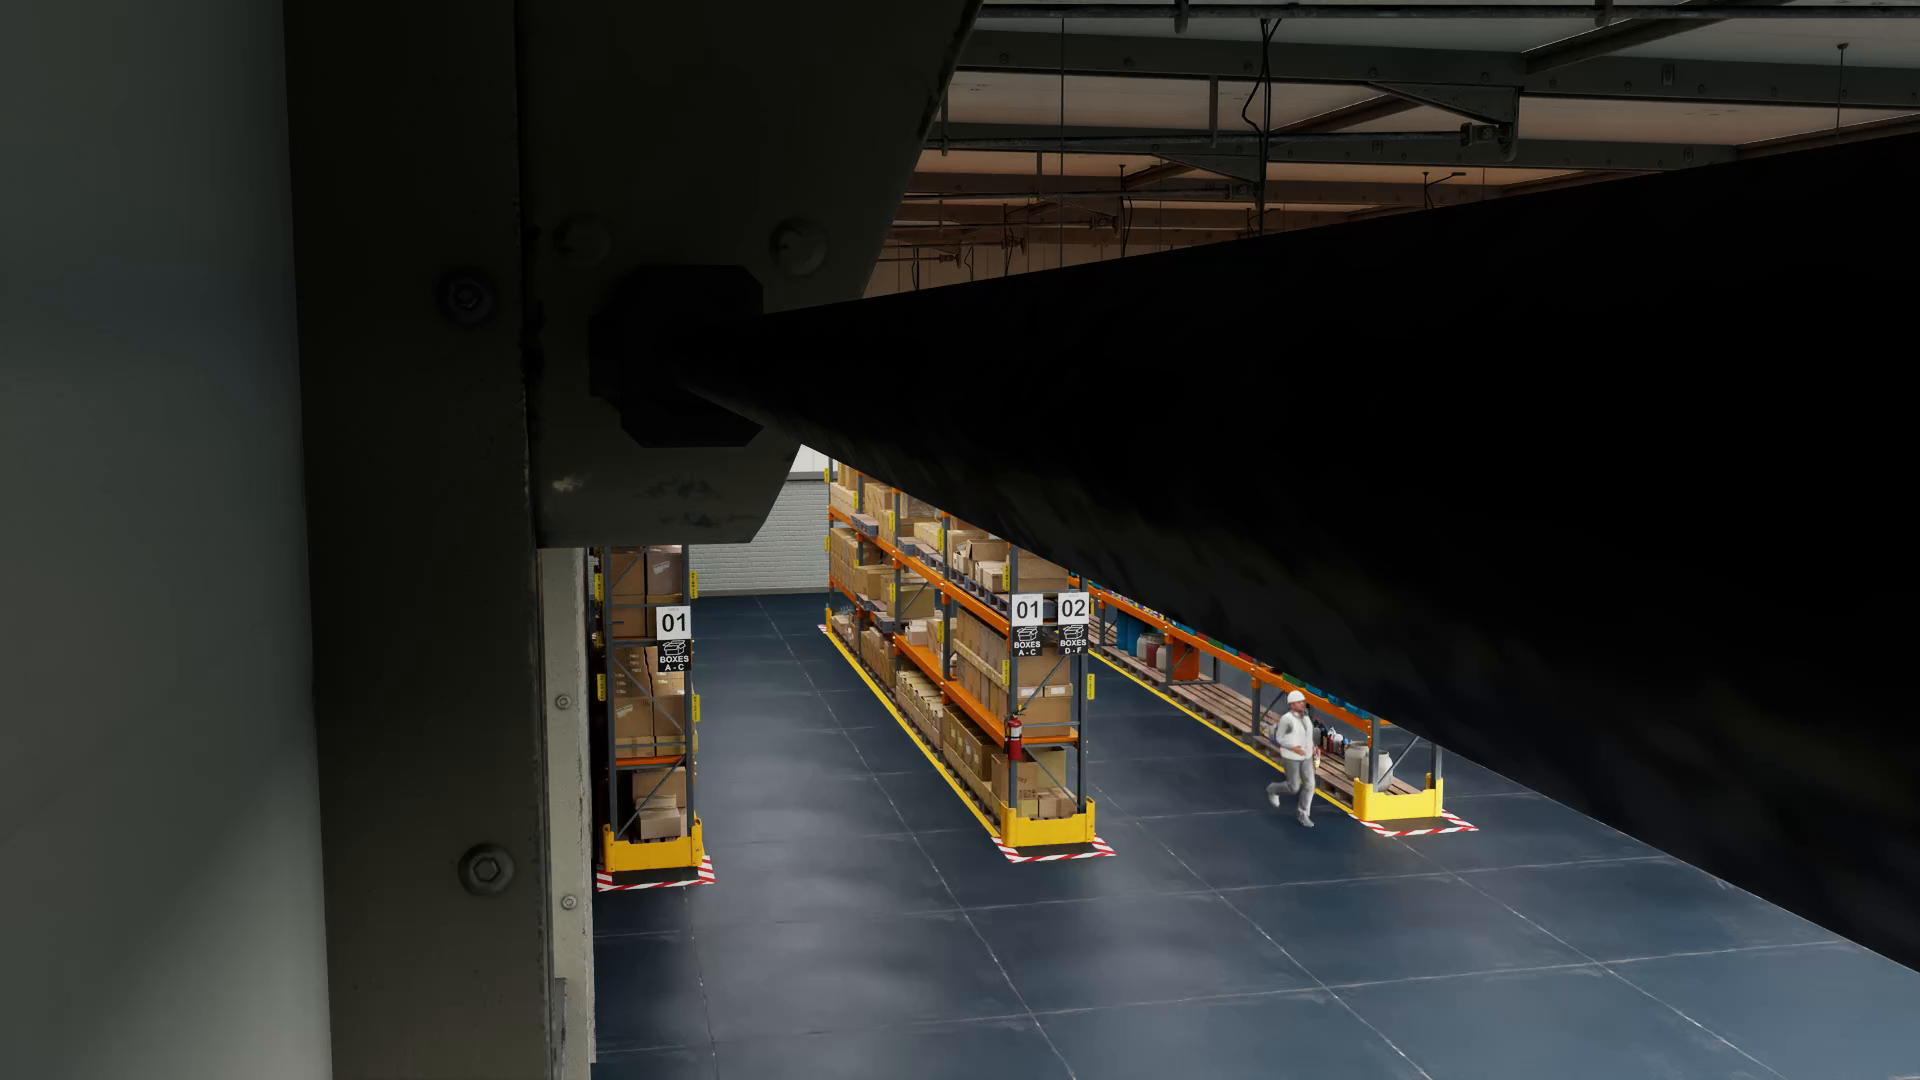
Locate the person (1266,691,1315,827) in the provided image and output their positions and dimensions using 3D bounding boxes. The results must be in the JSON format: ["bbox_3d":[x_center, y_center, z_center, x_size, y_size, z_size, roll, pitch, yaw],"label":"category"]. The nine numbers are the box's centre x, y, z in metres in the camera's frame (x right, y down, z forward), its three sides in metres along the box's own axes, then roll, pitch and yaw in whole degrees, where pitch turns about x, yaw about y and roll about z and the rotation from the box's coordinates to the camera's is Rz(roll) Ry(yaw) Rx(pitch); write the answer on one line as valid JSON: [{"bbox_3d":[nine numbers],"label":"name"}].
[{"bbox_3d":[4.435,2.867,22.059,0.671,1.773,0.823,-4,8,-33],"label":"person"}]

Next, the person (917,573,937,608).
[{"bbox_3d":[-0.693,1.181,36.825,0.537,1.638,0.695,-4,8,-32],"label":"person"}]
